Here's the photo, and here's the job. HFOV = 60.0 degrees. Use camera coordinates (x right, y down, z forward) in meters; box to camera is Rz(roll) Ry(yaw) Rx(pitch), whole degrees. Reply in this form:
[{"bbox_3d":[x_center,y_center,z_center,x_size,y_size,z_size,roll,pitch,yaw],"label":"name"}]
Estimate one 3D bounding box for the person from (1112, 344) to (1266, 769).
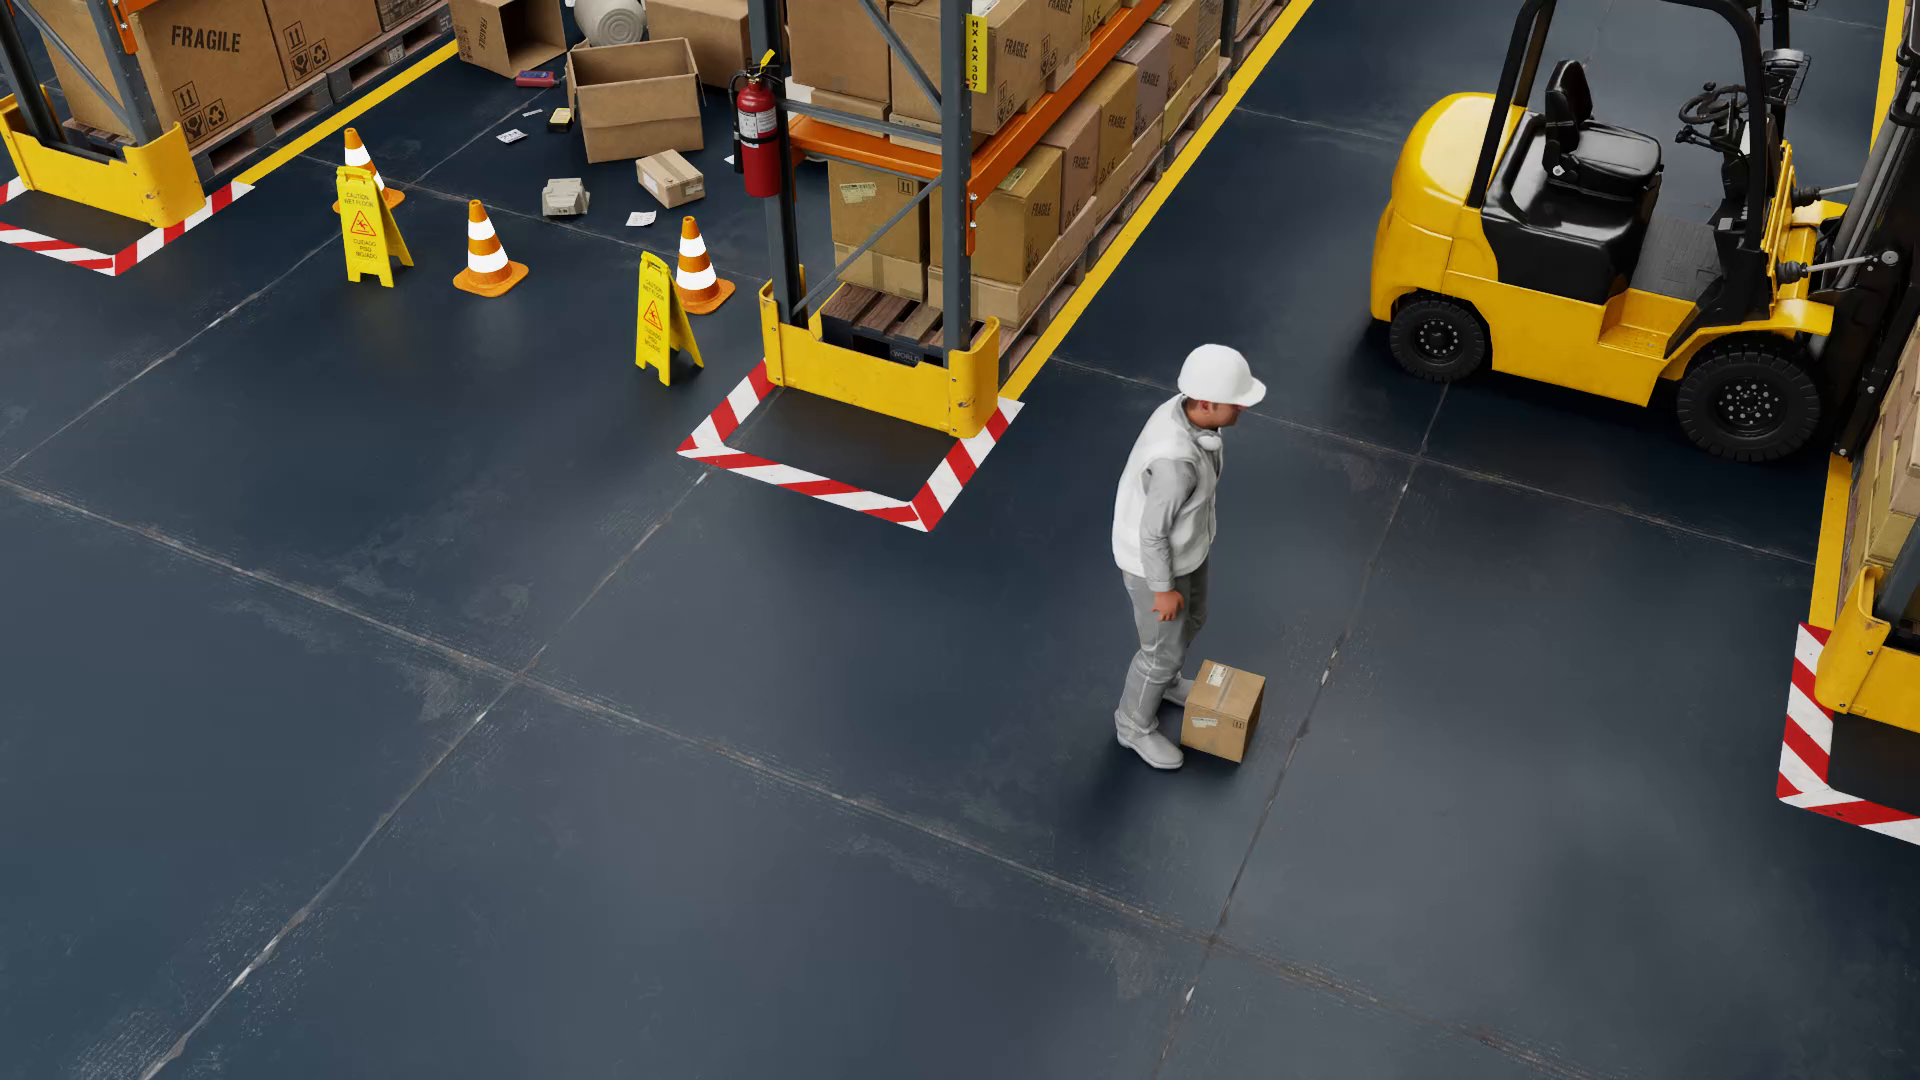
[{"bbox_3d":[0.794,0.030,6.107,0.465,1.770,0.591,15,44,16],"label":"person"}]
